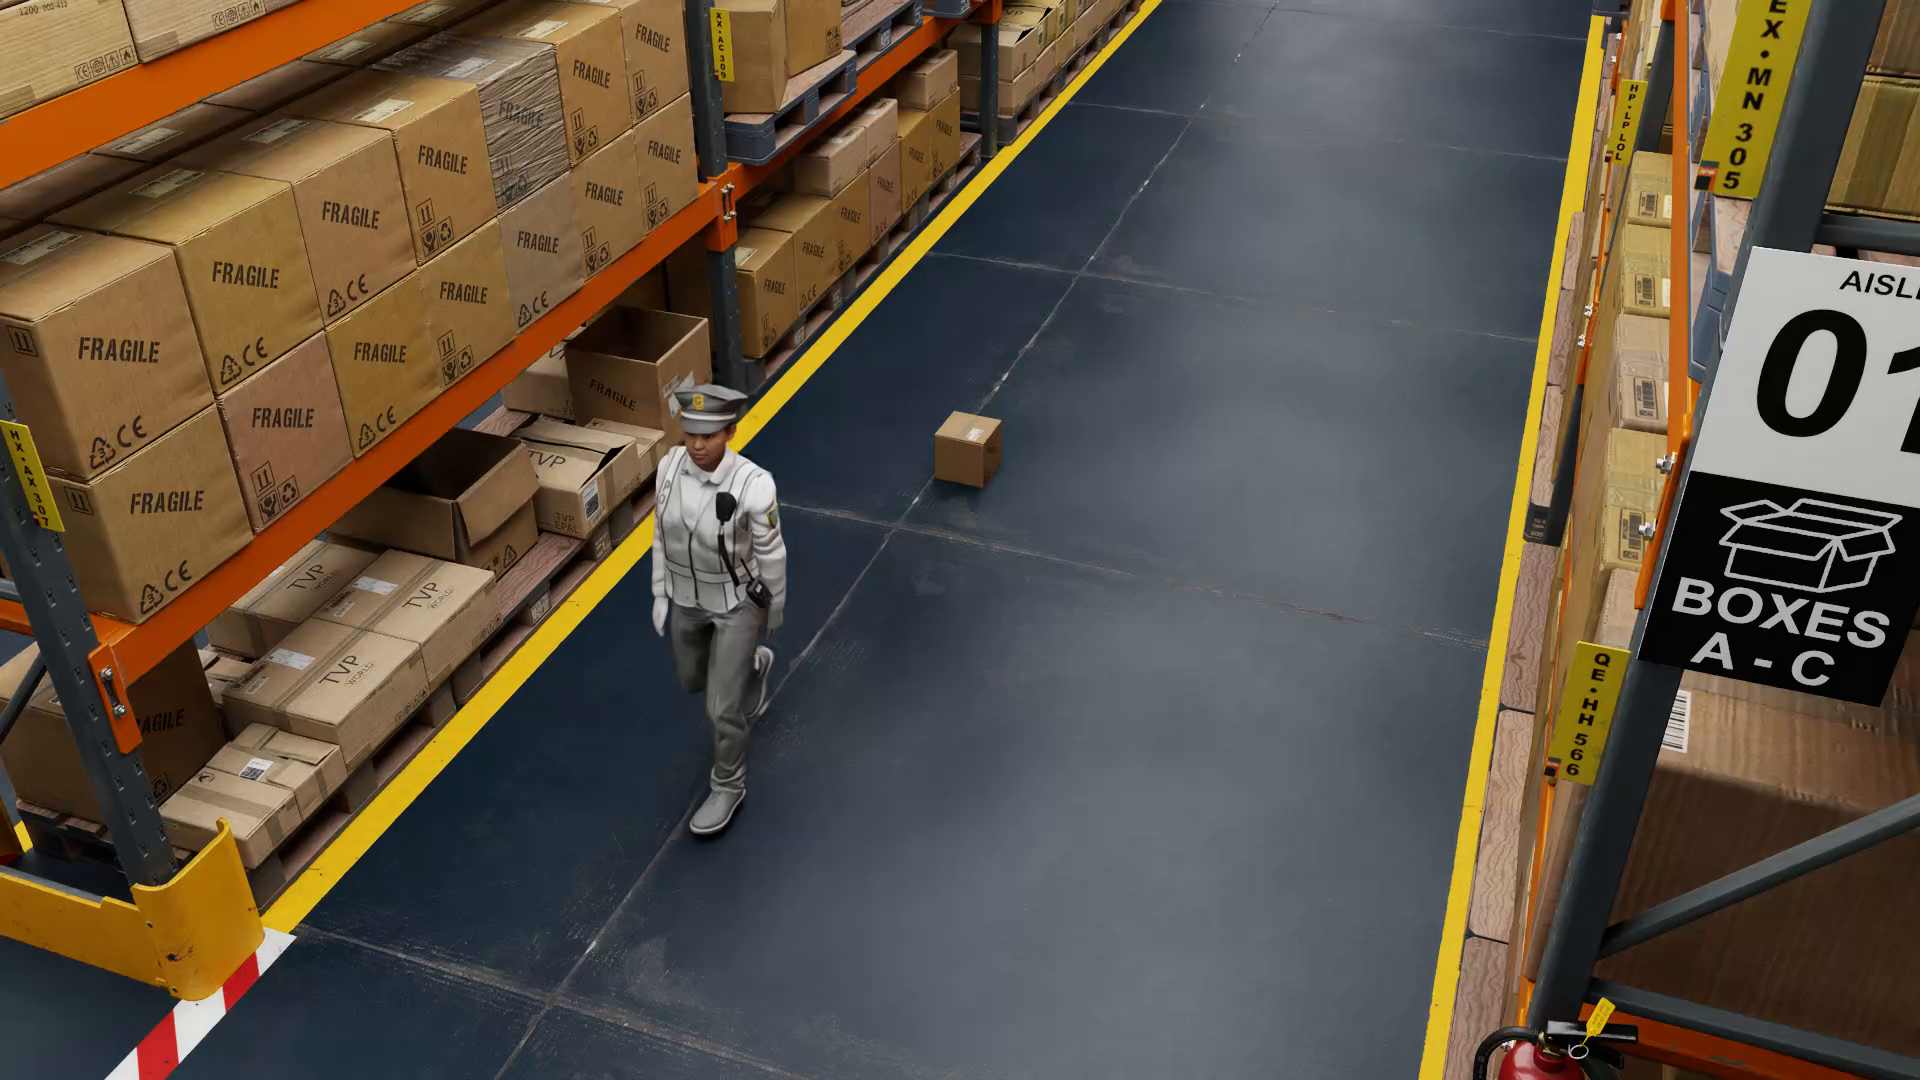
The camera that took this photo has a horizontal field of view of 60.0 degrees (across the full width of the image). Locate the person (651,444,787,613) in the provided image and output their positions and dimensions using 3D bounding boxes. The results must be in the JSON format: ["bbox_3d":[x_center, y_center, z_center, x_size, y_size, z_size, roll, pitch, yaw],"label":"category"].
[{"bbox_3d":[-0.841,-0.033,5.642,0.477,0.620,0.304,14,36,20],"label":"person"}]
